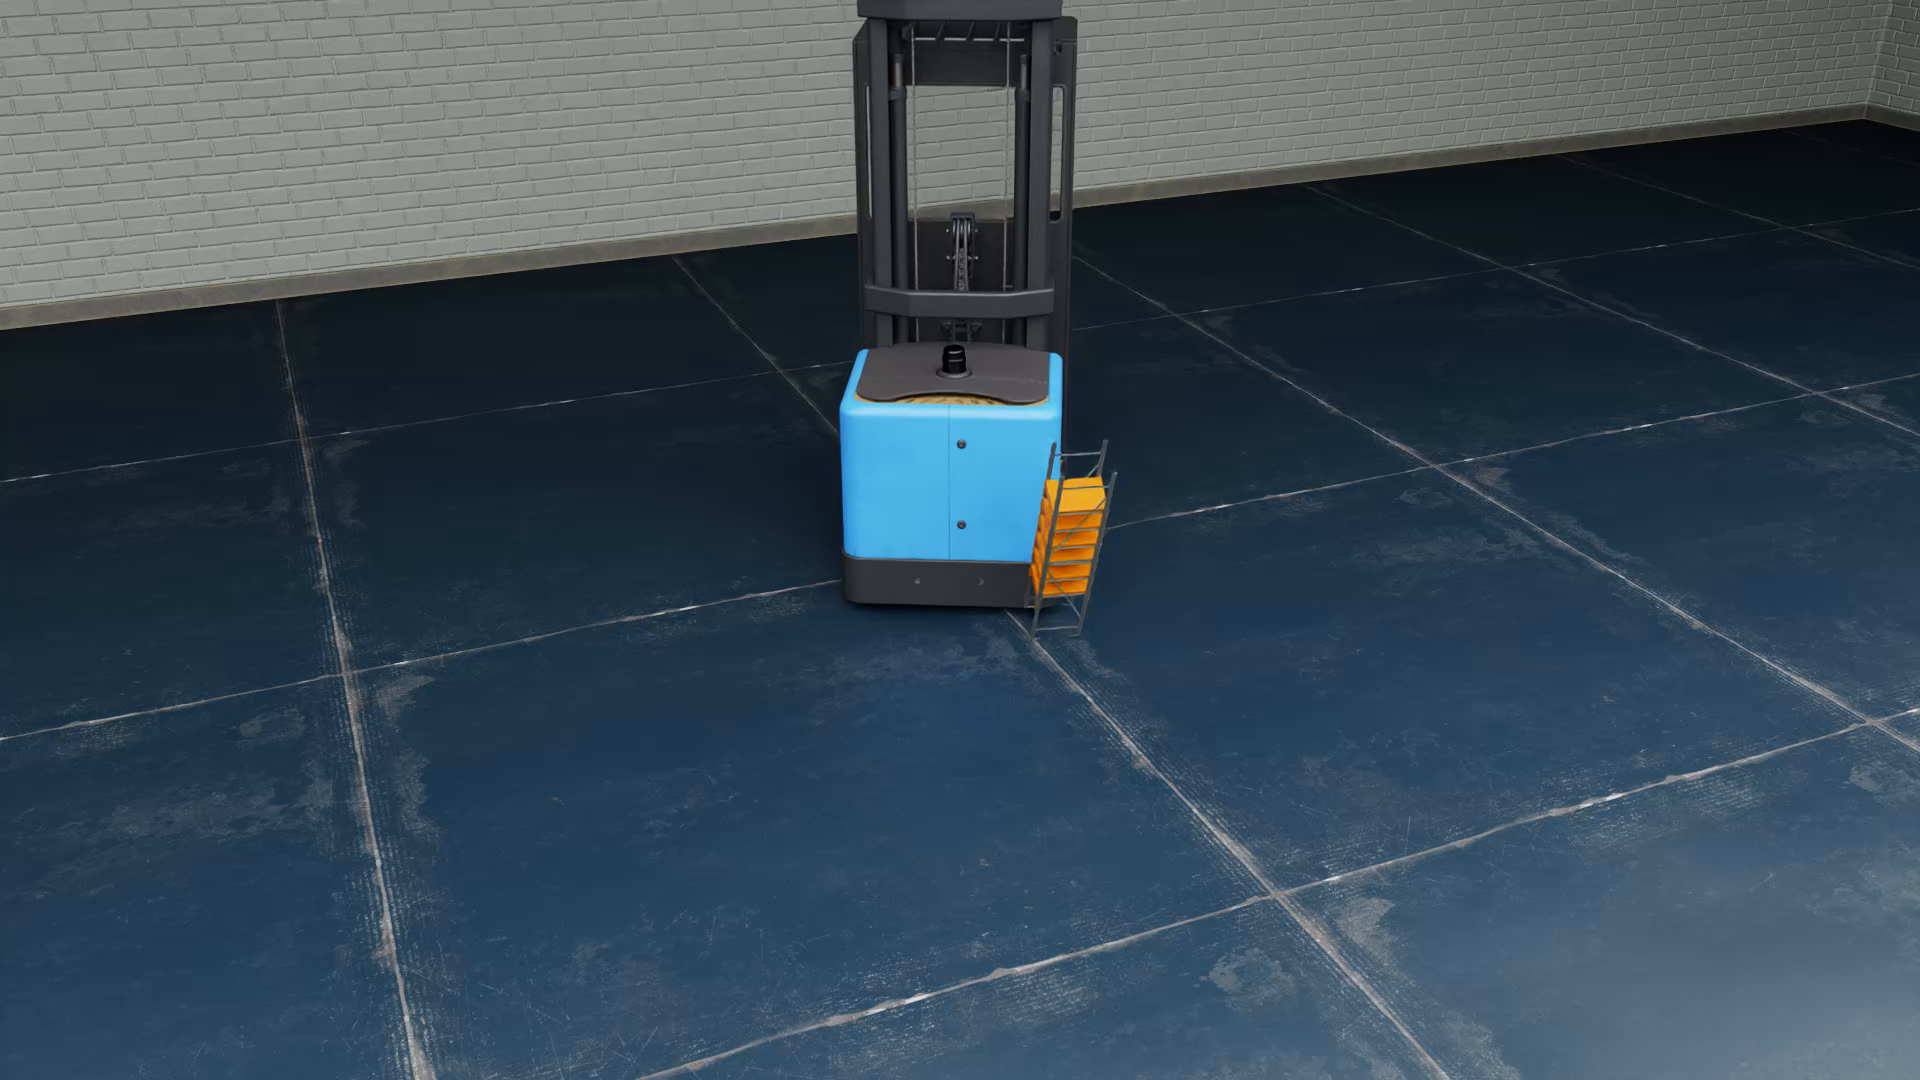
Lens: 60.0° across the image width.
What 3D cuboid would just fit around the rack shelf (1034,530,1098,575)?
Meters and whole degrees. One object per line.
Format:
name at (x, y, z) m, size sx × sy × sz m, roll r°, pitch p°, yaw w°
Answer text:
rack shelf at (0.471, 0.050, 7.416) m, size 0.258 × 0.103 × 0.180 m, roll -4°, pitch 53°, yaw -8°

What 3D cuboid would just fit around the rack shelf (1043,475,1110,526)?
rack shelf at (0.496, -0.169, 7.131) m, size 0.258 × 0.103 × 0.180 m, roll -4°, pitch 53°, yaw -8°

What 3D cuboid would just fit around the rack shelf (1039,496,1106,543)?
rack shelf at (0.488, -0.096, 7.226) m, size 0.258 × 0.103 × 0.180 m, roll -4°, pitch 53°, yaw -8°

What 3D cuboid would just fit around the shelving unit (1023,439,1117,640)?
shelving unit at (0.474, 0.023, 7.381) m, size 0.258 × 1.200 × 0.189 m, roll -4°, pitch 53°, yaw -8°

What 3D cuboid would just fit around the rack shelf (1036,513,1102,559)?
rack shelf at (0.479, -0.023, 7.321) m, size 0.258 × 0.103 × 0.180 m, roll -4°, pitch 53°, yaw -8°

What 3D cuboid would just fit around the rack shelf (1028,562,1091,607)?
rack shelf at (0.454, 0.195, 7.606) m, size 0.258 × 0.103 × 0.180 m, roll -4°, pitch 53°, yaw -8°

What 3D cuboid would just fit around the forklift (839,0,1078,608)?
forklift at (0.039, -1.602, 8.689) m, size 1.130 × 2.935 × 3.031 m, roll 1°, pitch 26°, yaw 3°

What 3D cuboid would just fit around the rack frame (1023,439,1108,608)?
rack frame at (0.461, -0.050, 7.435) m, size 0.240 × 1.200 × 0.006 m, roll -4°, pitch 53°, yaw -8°

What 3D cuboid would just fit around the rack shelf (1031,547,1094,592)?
rack shelf at (0.463, 0.123, 7.511) m, size 0.258 × 0.103 × 0.180 m, roll -4°, pitch 53°, yaw -8°

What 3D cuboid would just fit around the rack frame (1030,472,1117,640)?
rack frame at (0.487, 0.095, 7.326) m, size 0.240 × 1.200 × 0.006 m, roll -4°, pitch 53°, yaw -8°
